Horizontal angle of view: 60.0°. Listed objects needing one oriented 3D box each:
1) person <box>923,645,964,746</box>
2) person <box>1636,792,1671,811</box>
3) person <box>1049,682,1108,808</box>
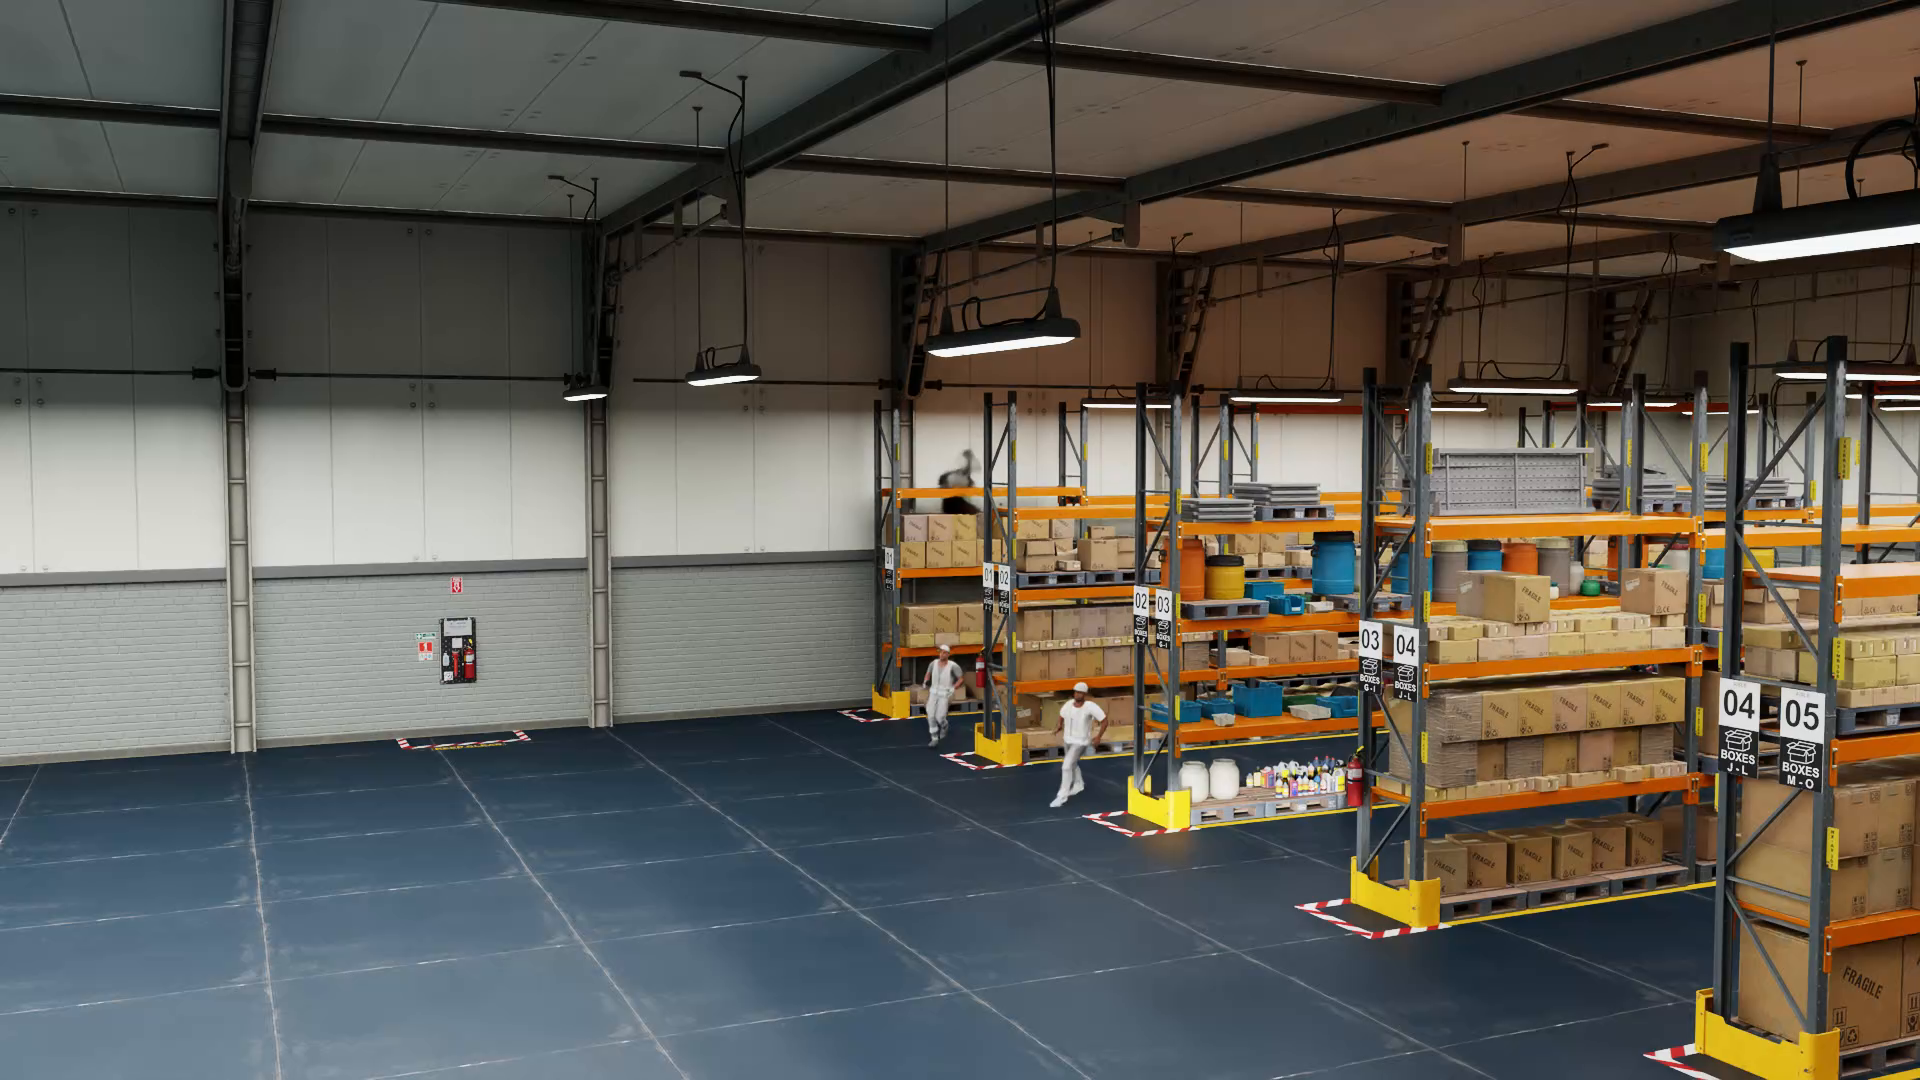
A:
[{"bbox_3d":[-0.301,2.625,28.102,0.684,1.729,0.644,2,4,25],"label":"person"},{"bbox_3d":[9.789,2.966,23.440,0.760,1.748,0.584,-2,4,-30],"label":"person"},{"bbox_3d":[1.664,2.910,23.764,0.832,1.787,0.758,-3,5,-43],"label":"person"}]
